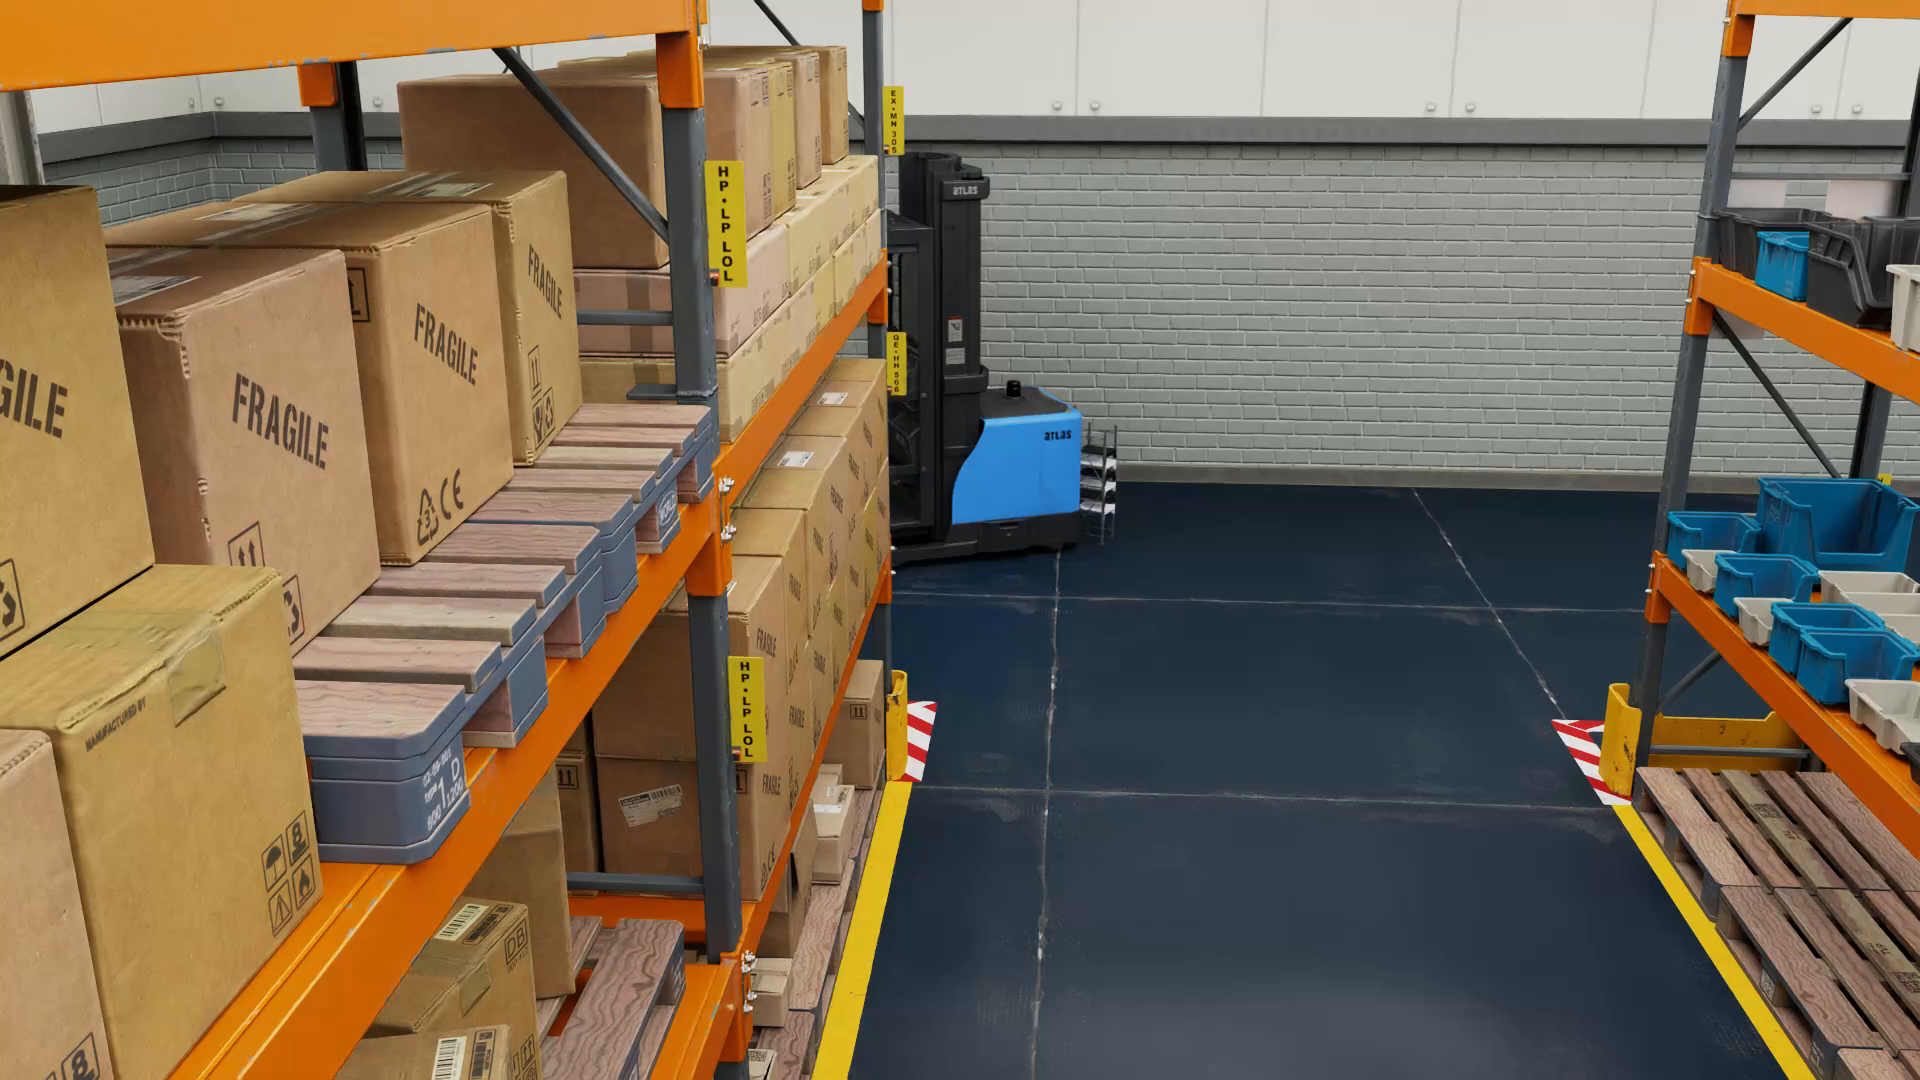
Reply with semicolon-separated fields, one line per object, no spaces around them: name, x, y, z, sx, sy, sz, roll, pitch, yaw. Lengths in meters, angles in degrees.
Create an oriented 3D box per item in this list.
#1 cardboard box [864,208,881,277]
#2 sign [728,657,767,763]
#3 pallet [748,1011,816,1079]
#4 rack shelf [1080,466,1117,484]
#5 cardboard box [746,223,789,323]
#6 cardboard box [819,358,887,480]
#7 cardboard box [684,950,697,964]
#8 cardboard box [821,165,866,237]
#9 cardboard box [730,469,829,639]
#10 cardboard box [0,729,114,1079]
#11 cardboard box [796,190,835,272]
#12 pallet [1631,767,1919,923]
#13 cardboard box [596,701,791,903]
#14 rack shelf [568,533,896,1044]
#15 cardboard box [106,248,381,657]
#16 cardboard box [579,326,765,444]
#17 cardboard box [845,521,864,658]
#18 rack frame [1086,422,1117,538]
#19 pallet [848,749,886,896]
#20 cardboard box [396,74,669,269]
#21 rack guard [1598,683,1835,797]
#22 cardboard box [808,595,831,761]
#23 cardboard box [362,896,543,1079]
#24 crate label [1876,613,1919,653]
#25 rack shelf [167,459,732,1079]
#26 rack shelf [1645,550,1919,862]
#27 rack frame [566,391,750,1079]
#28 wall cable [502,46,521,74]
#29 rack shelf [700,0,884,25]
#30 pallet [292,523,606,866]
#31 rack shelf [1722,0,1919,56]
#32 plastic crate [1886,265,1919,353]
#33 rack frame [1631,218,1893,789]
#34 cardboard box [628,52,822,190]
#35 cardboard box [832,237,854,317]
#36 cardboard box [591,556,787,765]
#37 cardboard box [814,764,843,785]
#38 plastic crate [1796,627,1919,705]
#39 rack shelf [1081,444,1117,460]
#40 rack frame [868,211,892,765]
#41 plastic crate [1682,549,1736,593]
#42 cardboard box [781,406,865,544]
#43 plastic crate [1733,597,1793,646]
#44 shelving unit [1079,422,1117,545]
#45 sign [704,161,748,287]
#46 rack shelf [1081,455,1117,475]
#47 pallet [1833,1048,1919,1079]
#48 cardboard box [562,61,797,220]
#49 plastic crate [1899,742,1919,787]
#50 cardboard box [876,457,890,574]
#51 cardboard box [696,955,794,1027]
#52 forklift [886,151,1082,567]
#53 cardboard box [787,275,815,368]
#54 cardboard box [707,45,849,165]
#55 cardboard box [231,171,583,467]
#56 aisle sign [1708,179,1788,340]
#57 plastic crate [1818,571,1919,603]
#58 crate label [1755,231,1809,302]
cardboard box;-0.649;-1.405;7.818;0.500;0.250;0.500;1;18;4
sign;-0.608;0.487;4.761;0.100;0.325;0.005;1;18;4
pallet;-1.112;2.138;6.060;1.003;0.211;1.213;1;18;4
rack shelf;1.047;-0.491;12.795;0.258;0.077;0.200;10;21;27
cardboard box;-0.846;-0.867;5.372;0.500;0.250;0.500;1;18;4
cardboard box;-0.633;-0.595;8.155;0.500;0.500;0.500;1;18;3
cardboard box;-1.351;1.678;6.596;0.500;0.311;0.500;1;18;4
cardboard box;-0.693;-1.488;7.267;0.500;0.250;0.500;1;18;4
cardboard box;-0.774;0.043;6.208;0.500;0.500;0.500;1;18;2
cardboard box;-1.415;0.500;1.600;0.910;0.500;0.500;1;18;4
cardboard box;-0.762;-1.177;6.319;0.500;0.250;0.500;1;18;4
pallet;3.967;1.476;8.081;1.003;0.211;1.213;1;18;4
cardboard box;-0.854;0.826;5.424;0.500;0.500;0.500;2;18;5
rack shelf;-1.019;0.746;6.983;1.077;0.370;4.000;1;18;4
cardboard box;-1.365;-0.125;2.675;0.600;0.600;0.600;1;18;2
cardboard box;-0.881;-0.474;4.976;0.500;0.250;0.500;1;18;4
cardboard box;-0.711;0.197;7.344;0.500;0.500;0.500;1;18;4
rack frame;1.096;-0.465;12.897;0.240;0.900;0.006;10;21;27
pallet;-0.937;1.380;8.373;1.003;0.211;1.213;1;18;4
cardboard box;-1.165;-1.074;4.800;0.700;0.500;0.500;1;18;4
rack guard;4.054;1.075;8.839;1.175;0.500;0.348;1;18;4
cardboard box;-0.782;0.512;6.384;0.500;0.500;0.500;1;18;4
cardboard box;-1.405;1.136;3.804;0.700;0.500;0.500;4;19;13
crate label;4.156;0.426;7.133;0.396;0.136;0.243;1;18;4
rack shelf;-1.306;0.563;2.725;1.077;0.370;4.000;1;18;4
rack shelf;3.922;0.858;6.642;1.077;0.370;4.000;1;18;4
rack frame;-1.162;1.026;4.975;1.000;3.000;0.127;1;18;4
wall cable;-5.055;-3.450;13.987;3.097;2.526;0.112;1;18;4
rack shelf;-1.019;-2.103;6.049;1.077;0.370;4.000;1;18;4
pallet;-1.350;0.213;2.941;1.213;0.211;1.003;1;18;4
rack shelf;3.922;-1.803;5.770;1.077;0.370;4.000;1;18;4
plastic crate;3.598;-0.792;5.897;0.437;0.282;0.530;1;18;4
rack frame;4.065;-0.105;8.426;1.000;3.000;0.127;1;18;4
cardboard box;-0.945;-1.694;6.691;0.700;0.500;0.500;1;18;4
cardboard box;-0.719;-1.095;6.870;0.500;0.250;0.500;1;18;4
cardboard box;-0.848;0.363;5.231;0.500;0.500;0.500;2;18;5
cardboard box;-0.788;1.219;8.229;0.380;0.166;0.250;1;18;4
plastic crate;3.603;0.518;6.698;0.416;0.233;0.300;1;18;4
rack shelf;1.047;-0.662;12.739;0.258;0.077;0.200;10;21;27
rack frame;-0.875;-0.217;8.767;1.000;3.000;0.127;1;18;4
plastic crate;3.613;0.159;7.947;0.250;0.136;0.298;1;18;4
cardboard box;-0.701;-0.277;7.184;0.500;0.500;0.500;2;18;5
plastic crate;3.565;0.370;7.304;0.250;0.136;0.298;1;18;4
shelving unit;1.047;-0.437;12.812;0.258;0.900;0.210;10;21;27
sign;-0.608;-0.821;4.332;0.100;0.325;0.005;1;18;4
rack shelf;1.047;-0.577;12.767;0.258;0.077;0.200;10;21;27
pallet;3.792;2.233;5.768;1.003;0.211;1.213;1;18;4
cardboard box;-0.958;-1.382;5.739;0.700;0.500;0.500;1;18;4
plastic crate;3.590;0.886;5.747;0.437;0.125;0.590;1;18;4
cardboard box;-0.636;-0.119;8.308;0.500;0.500;0.500;2;18;6
cardboard box;-0.864;1.769;6.552;0.380;0.166;0.250;1;18;4
forklift;-0.650;-1.322;12.251;3.031;2.935;1.130;-6;19;-18
cardboard box;-0.803;-0.784;5.923;0.500;0.250;0.500;1;18;4
cardboard box;-0.896;-2.005;7.640;0.700;0.500;0.500;1;18;4
cardboard box;-1.272;-0.539;3.939;0.600;0.600;0.600;0;18;-1
aisle sign;3.774;-1.369;8.109;0.394;0.787;0.004;1;18;4
plastic crate;4.187;0.249;7.672;0.396;0.136;0.243;1;18;4
crate label;3.676;-1.180;7.129;0.408;0.251;0.502;1;18;4
